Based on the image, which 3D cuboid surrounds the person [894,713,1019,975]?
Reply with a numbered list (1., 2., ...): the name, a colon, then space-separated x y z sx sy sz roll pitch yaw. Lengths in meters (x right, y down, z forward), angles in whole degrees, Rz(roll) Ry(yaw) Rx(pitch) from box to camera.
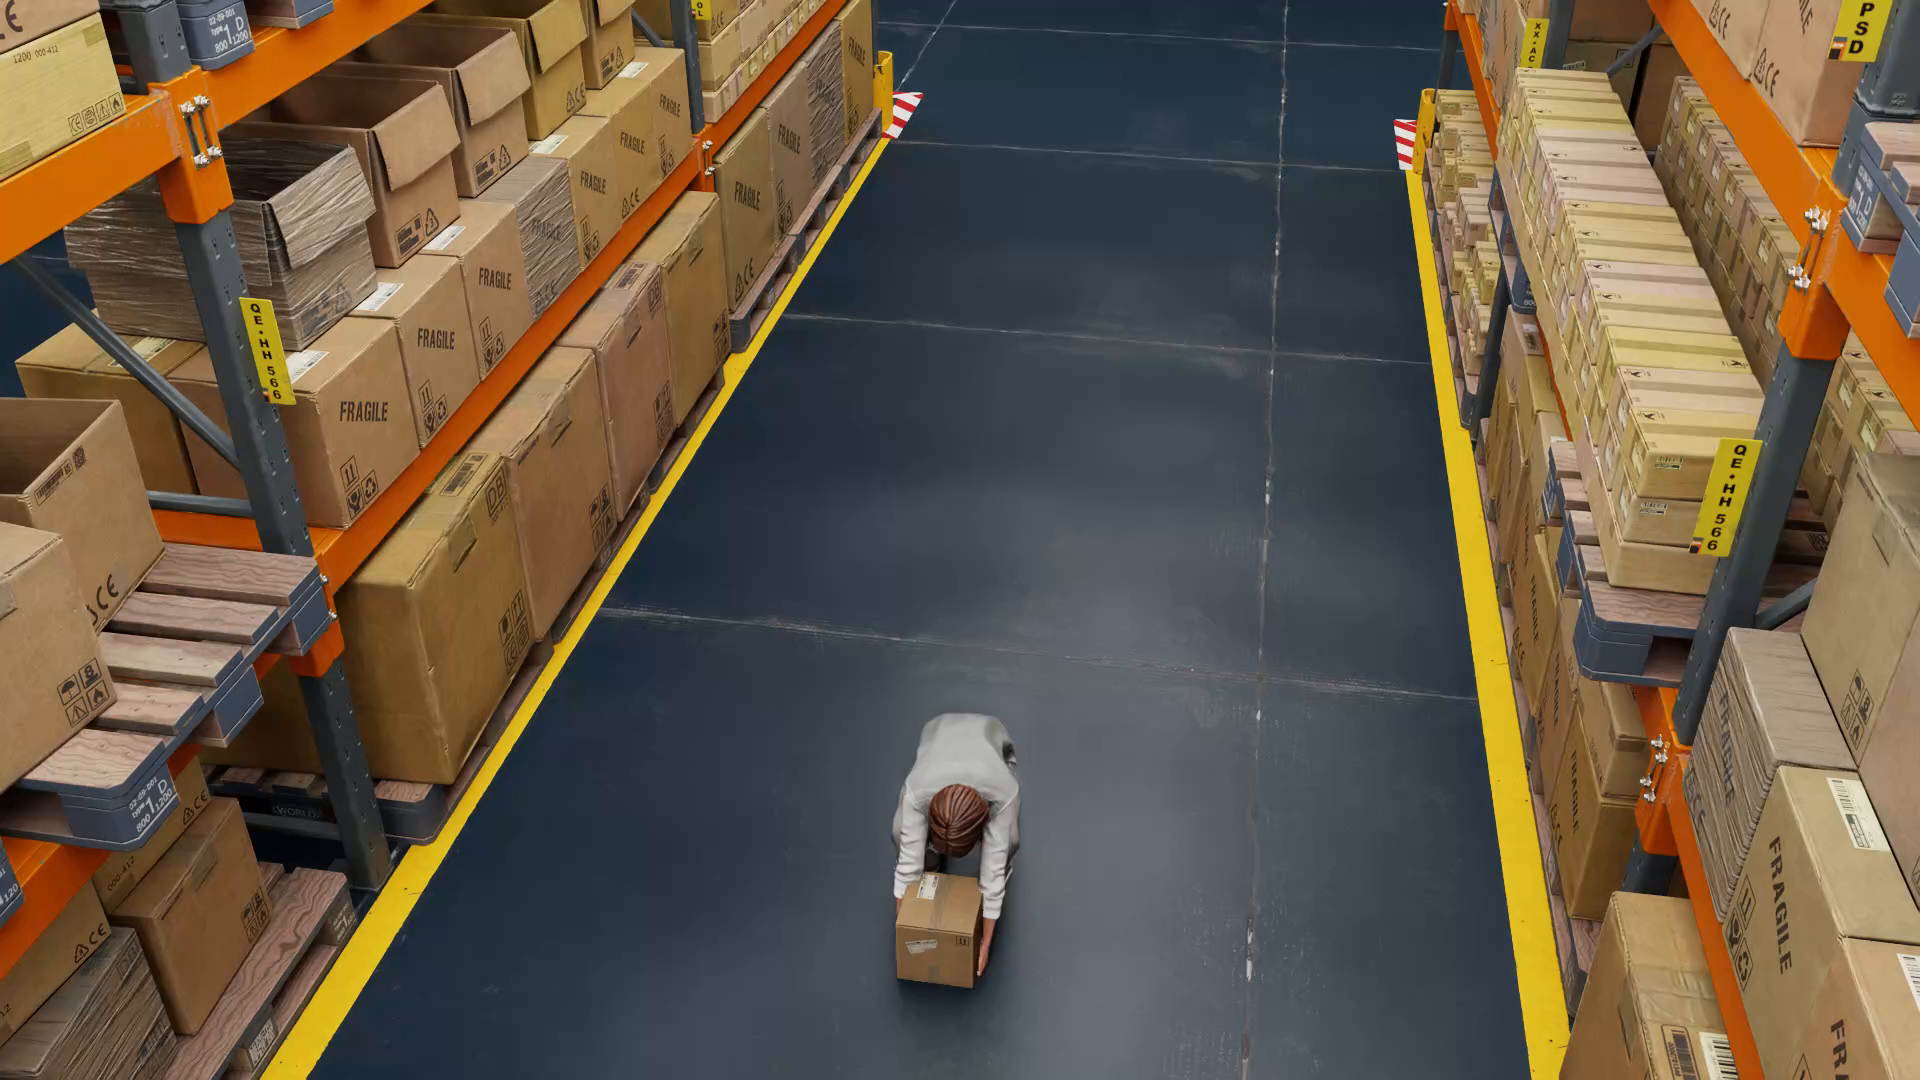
1. person: 0.008 0.948 5.588 0.405 0.736 0.830 5 33 8
